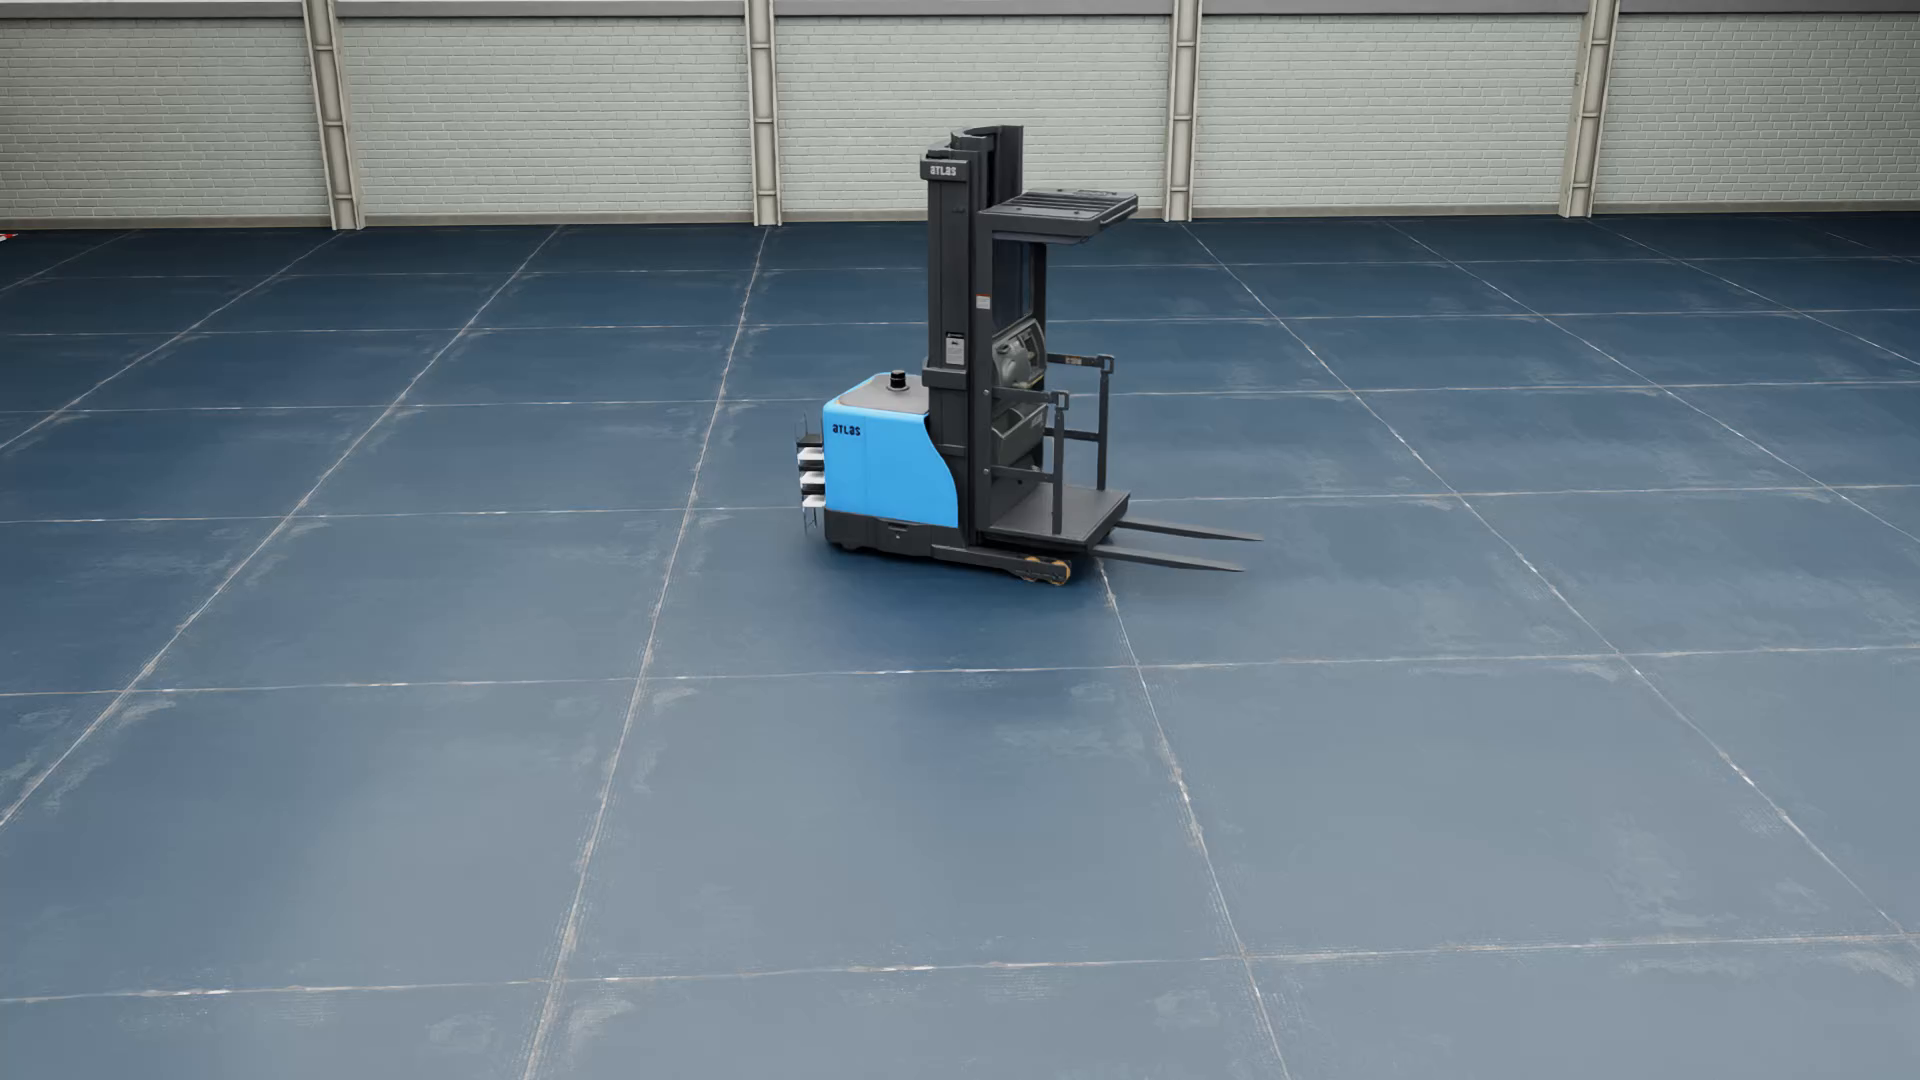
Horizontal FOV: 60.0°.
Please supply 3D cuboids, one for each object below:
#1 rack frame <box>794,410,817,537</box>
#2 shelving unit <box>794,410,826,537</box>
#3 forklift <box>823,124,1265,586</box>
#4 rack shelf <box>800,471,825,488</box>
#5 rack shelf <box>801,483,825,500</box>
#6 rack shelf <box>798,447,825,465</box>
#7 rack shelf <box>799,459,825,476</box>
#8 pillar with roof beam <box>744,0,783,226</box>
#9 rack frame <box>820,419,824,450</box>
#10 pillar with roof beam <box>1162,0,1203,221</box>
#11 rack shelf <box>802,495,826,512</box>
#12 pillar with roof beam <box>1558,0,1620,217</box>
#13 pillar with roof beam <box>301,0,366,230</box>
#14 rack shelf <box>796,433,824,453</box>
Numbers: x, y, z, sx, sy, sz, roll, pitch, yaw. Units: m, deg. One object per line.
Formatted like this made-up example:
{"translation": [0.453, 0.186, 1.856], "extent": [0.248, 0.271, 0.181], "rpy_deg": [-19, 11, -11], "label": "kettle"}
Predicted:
{"translation": [-1.127, -0.485, 12.131], "extent": [0.006, 0.900, 0.240], "rpy_deg": [2, 21, 15], "label": "rack frame"}
{"translation": [-1.029, -0.482, 12.105], "extent": [0.210, 0.900, 0.258], "rpy_deg": [2, 21, 15], "label": "shelving unit"}
{"translation": [0.594, -1.272, 11.344], "extent": [3.031, 2.935, 1.130], "rpy_deg": [8, 22, 21], "label": "forklift"}
{"translation": [-1.027, -0.451, 12.116], "extent": [0.200, 0.077, 0.258], "rpy_deg": [2, 21, 15], "label": "rack shelf"}
{"translation": [-1.021, -0.366, 12.147], "extent": [0.200, 0.077, 0.258], "rpy_deg": [2, 21, 15], "label": "rack shelf"}
{"translation": [-1.038, -0.620, 12.055], "extent": [0.200, 0.077, 0.258], "rpy_deg": [2, 21, 15], "label": "rack shelf"}
{"translation": [-1.033, -0.535, 12.086], "extent": [0.200, 0.077, 0.258], "rpy_deg": [2, 21, 15], "label": "rack shelf"}
{"translation": [-2.547, -7.288, 18.616], "extent": [0.400, 9.000, 9.100], "rpy_deg": [-1, 21, -3], "label": "pillar with roof beam"}
{"translation": [-0.931, -0.479, 12.079], "extent": [0.006, 0.900, 0.240], "rpy_deg": [2, 21, 15], "label": "rack frame"}
{"translation": [3.444, -7.410, 18.936], "extent": [0.400, 9.000, 9.100], "rpy_deg": [-1, 21, -3], "label": "pillar with roof beam"}
{"translation": [-1.015, -0.282, 12.177], "extent": [0.200, 0.077, 0.258], "rpy_deg": [2, 21, 15], "label": "rack shelf"}
{"translation": [9.434, -7.532, 19.256], "extent": [0.400, 9.000, 9.100], "rpy_deg": [-1, 21, -3], "label": "pillar with roof beam"}
{"translation": [-8.537, -7.166, 18.296], "extent": [0.400, 9.000, 9.100], "rpy_deg": [-1, 21, -3], "label": "pillar with roof beam"}
{"translation": [-1.044, -0.704, 12.025], "extent": [0.200, 0.077, 0.258], "rpy_deg": [2, 21, 15], "label": "rack shelf"}
